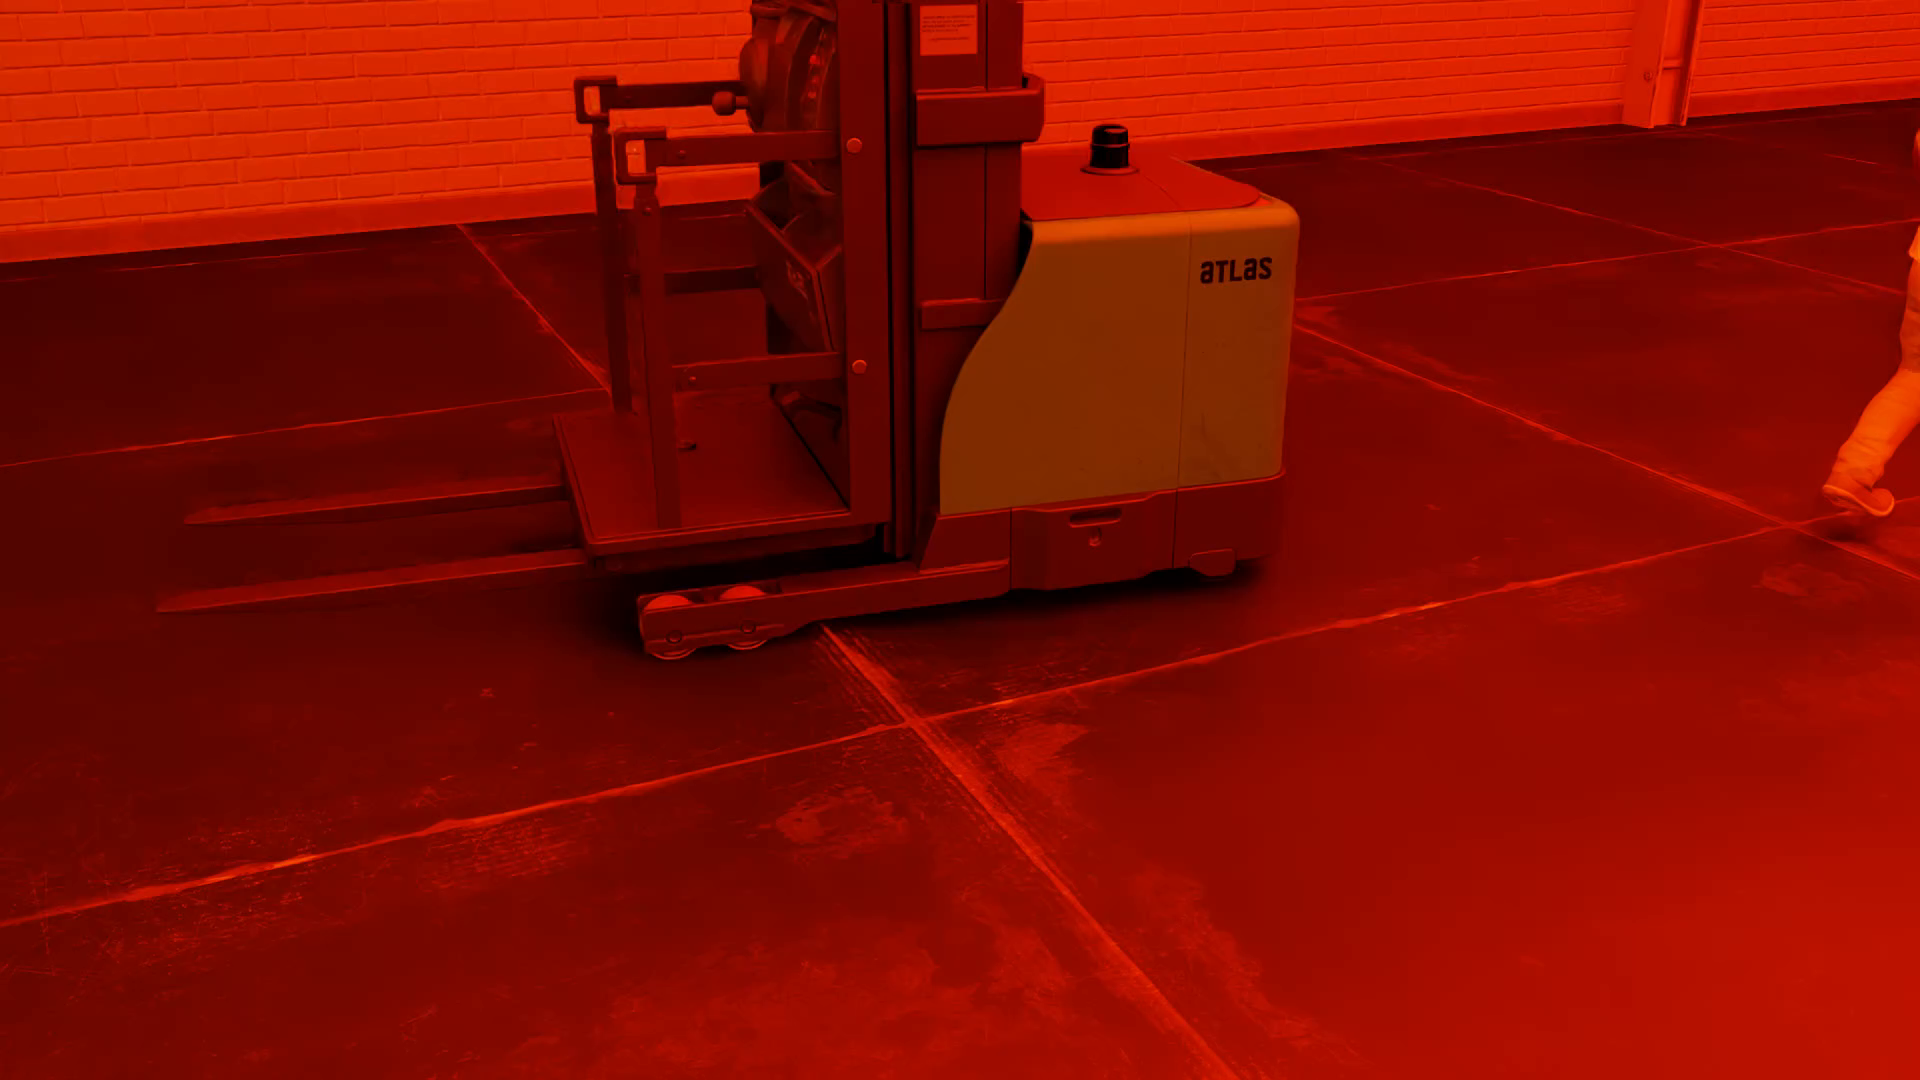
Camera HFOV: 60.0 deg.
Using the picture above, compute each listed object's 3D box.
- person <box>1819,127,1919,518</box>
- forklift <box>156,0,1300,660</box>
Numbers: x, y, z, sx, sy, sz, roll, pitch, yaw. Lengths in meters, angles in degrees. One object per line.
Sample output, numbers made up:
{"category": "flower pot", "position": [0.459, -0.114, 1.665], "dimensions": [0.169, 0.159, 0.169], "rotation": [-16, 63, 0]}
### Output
{"category": "person", "position": [2.995, -0.759, 4.805], "dimensions": [0.639, 1.646, 0.792], "rotation": [-10, 25, -23]}
{"category": "forklift", "position": [-0.638, -1.266, 4.334], "dimensions": [3.031, 2.935, 1.130], "rotation": [-7, 24, -16]}
